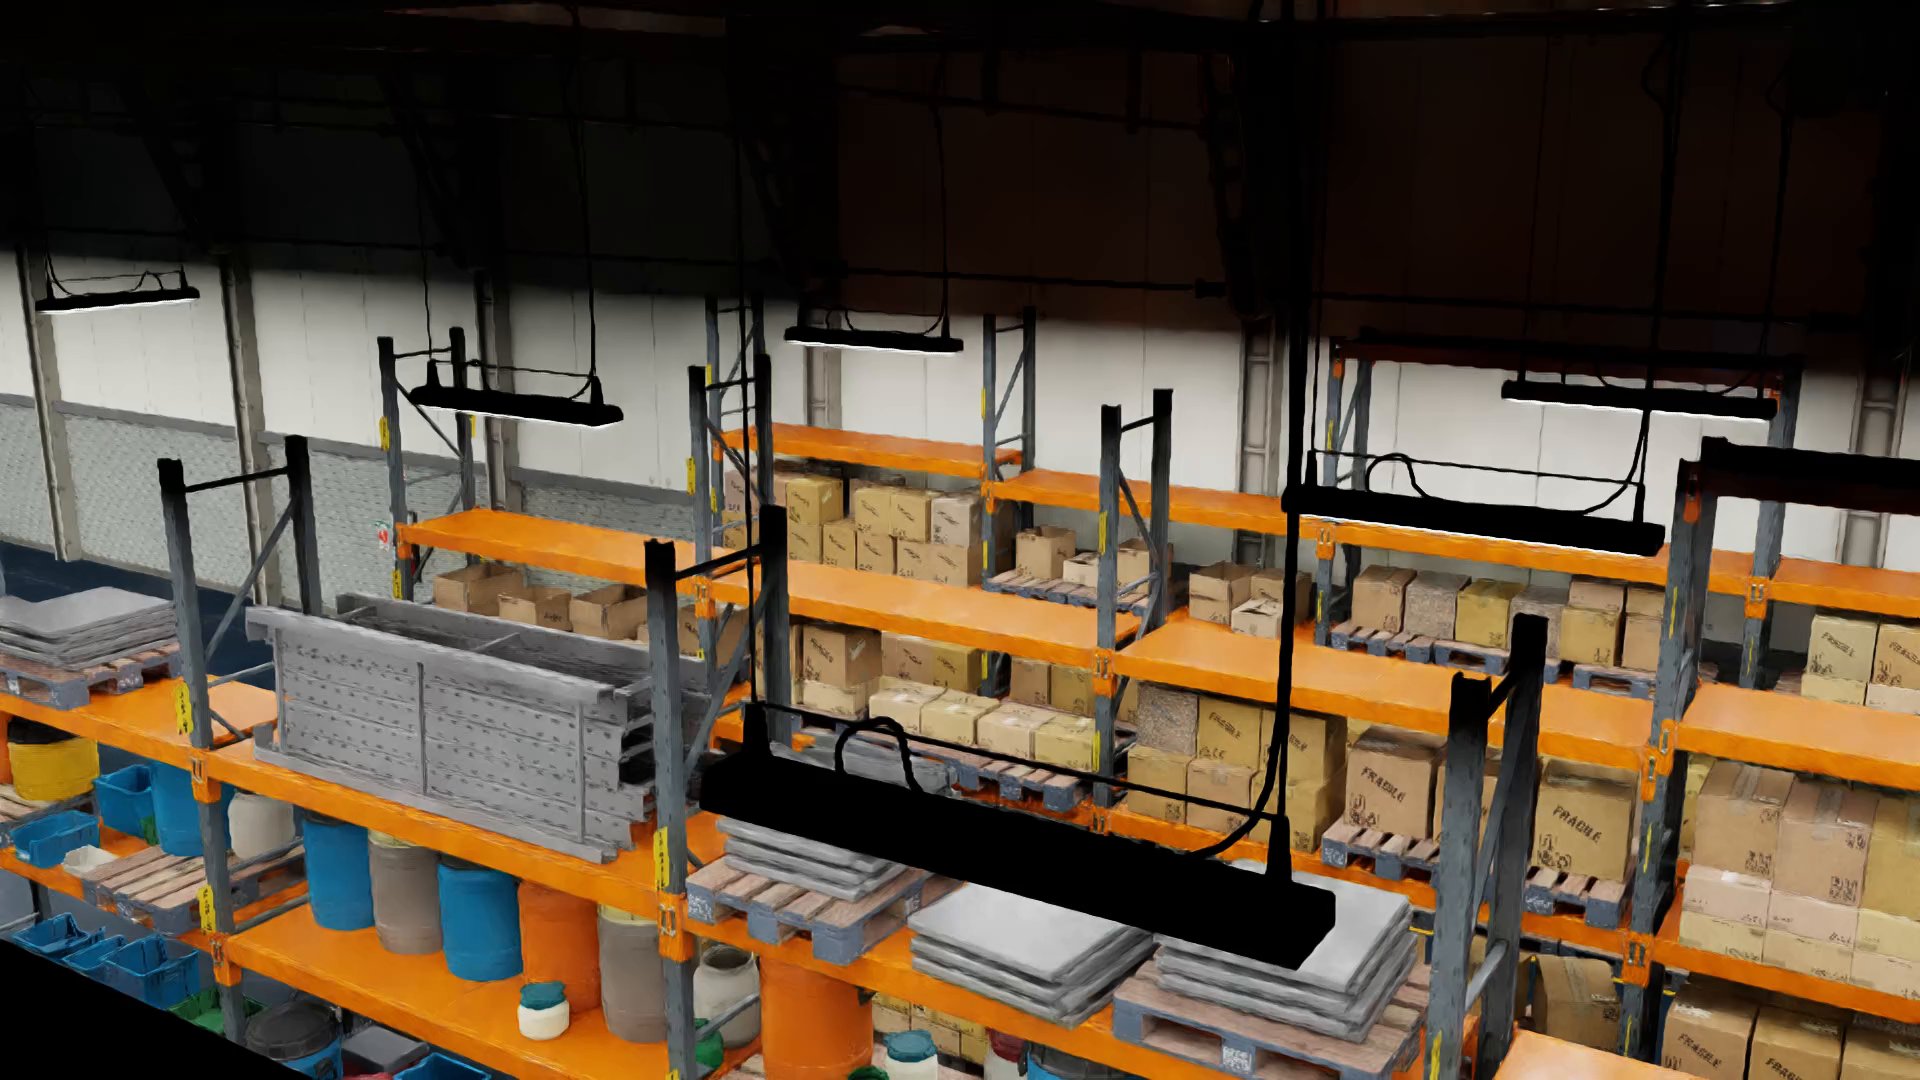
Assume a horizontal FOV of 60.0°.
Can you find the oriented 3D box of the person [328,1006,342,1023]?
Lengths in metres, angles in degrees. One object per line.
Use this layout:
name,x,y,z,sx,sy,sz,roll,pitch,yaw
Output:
person,-5.358,3.636,15.121,0.995,1.609,0.483,6,15,22
